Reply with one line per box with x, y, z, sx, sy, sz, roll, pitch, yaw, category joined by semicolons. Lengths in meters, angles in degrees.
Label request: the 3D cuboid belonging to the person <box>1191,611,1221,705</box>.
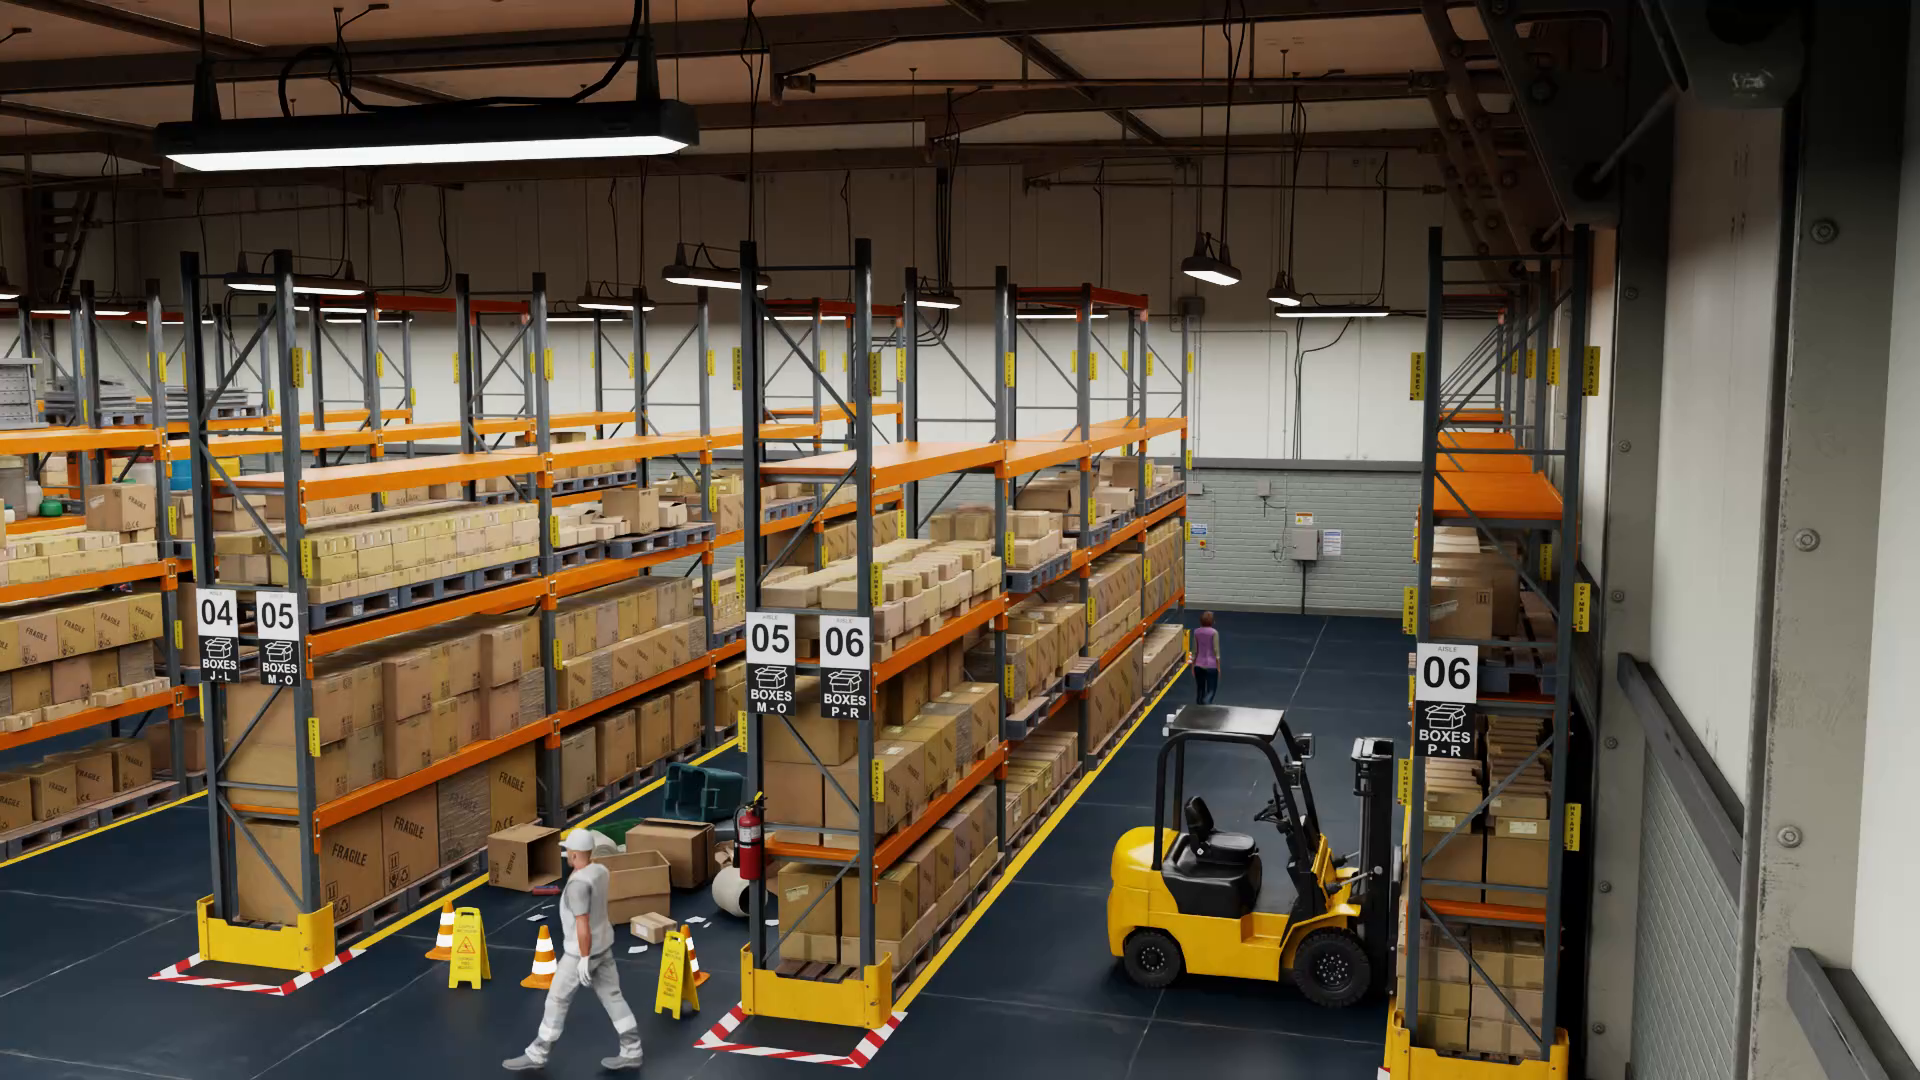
3.403;1.794;23.123;0.456;1.603;0.437;5;8;38;person

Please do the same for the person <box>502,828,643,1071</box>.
-2.763;2.938;11.975;0.940;1.733;0.591;2;7;14;person
